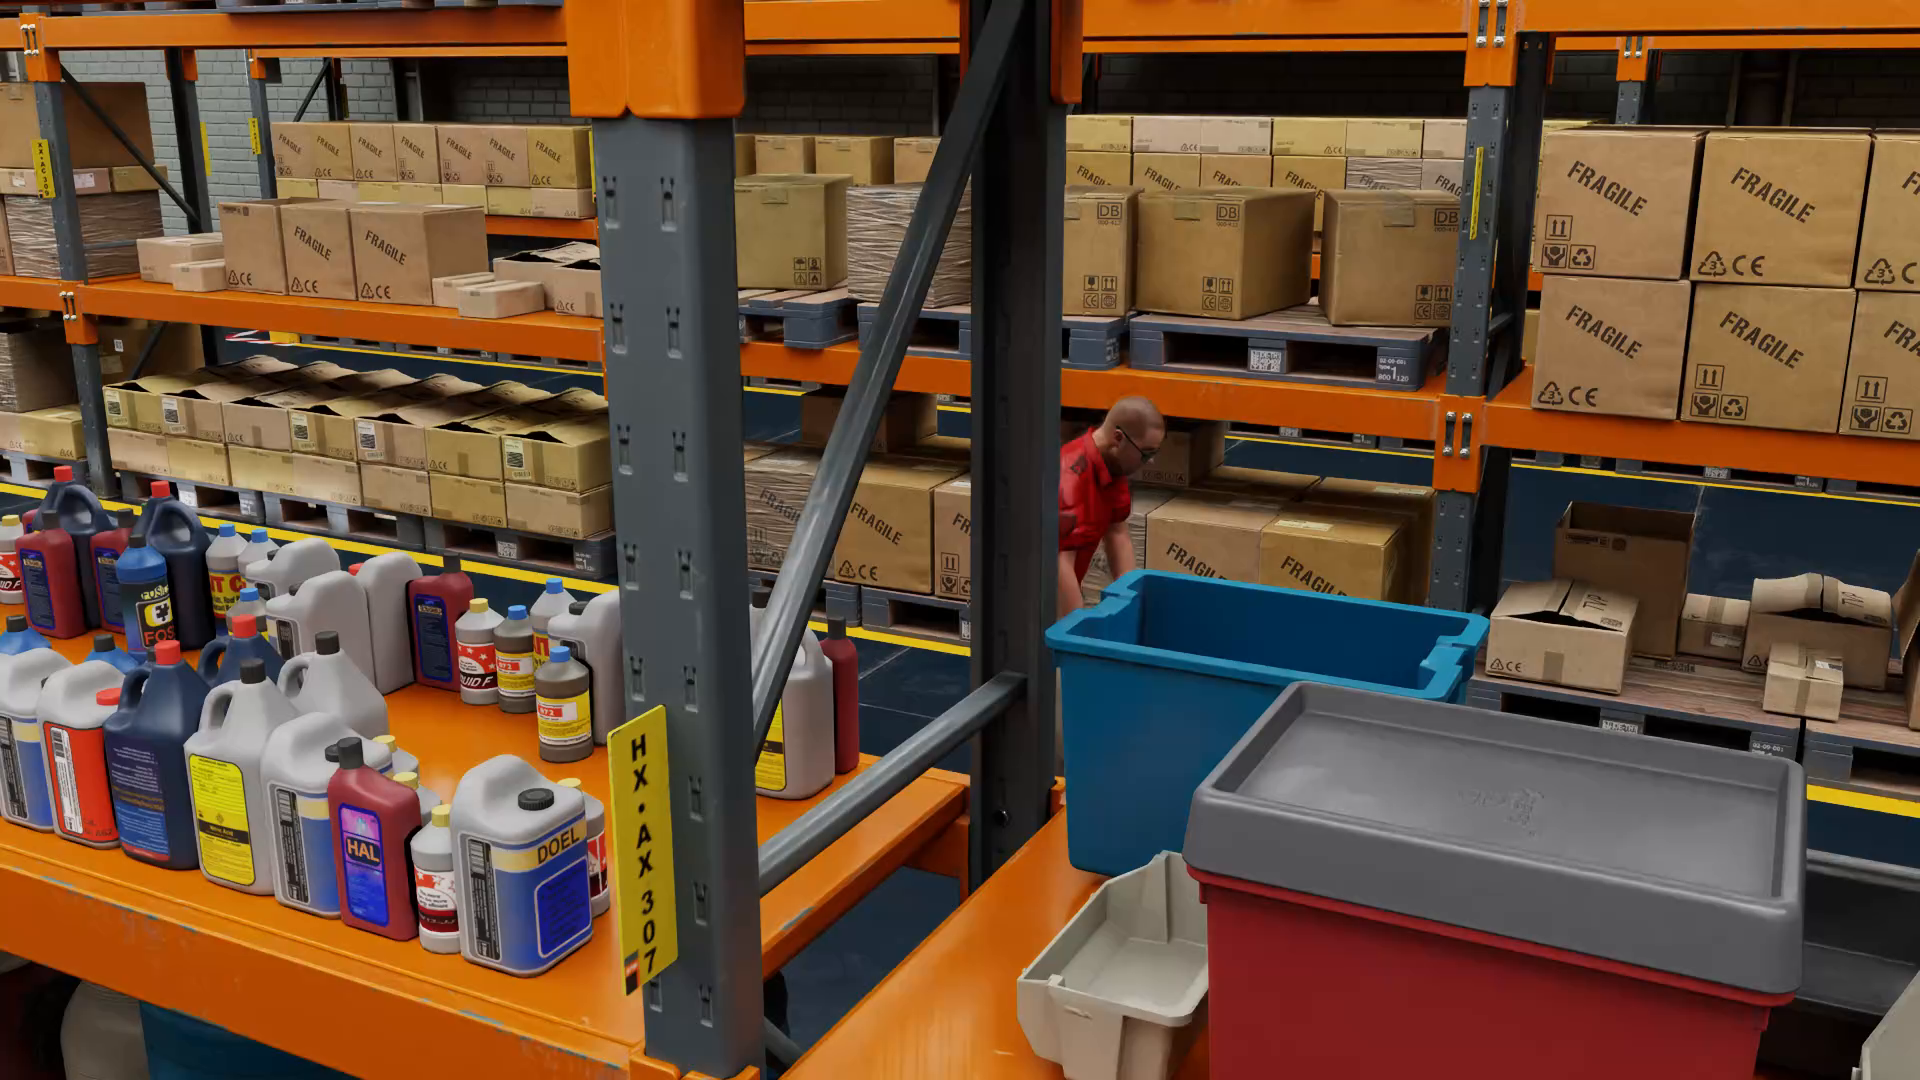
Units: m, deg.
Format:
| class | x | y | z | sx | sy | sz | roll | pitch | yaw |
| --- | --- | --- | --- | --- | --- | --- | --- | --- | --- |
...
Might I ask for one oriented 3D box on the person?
| class | x | y | z | sx | sy | sz | roll | pitch | yaw |
| --- | --- | --- | --- | --- | --- | --- | --- | --- | --- |
| person | 0.367 | 0.247 | 5.587 | 0.621 | 1.520 | 0.586 | 8 | 17 | 26 |
